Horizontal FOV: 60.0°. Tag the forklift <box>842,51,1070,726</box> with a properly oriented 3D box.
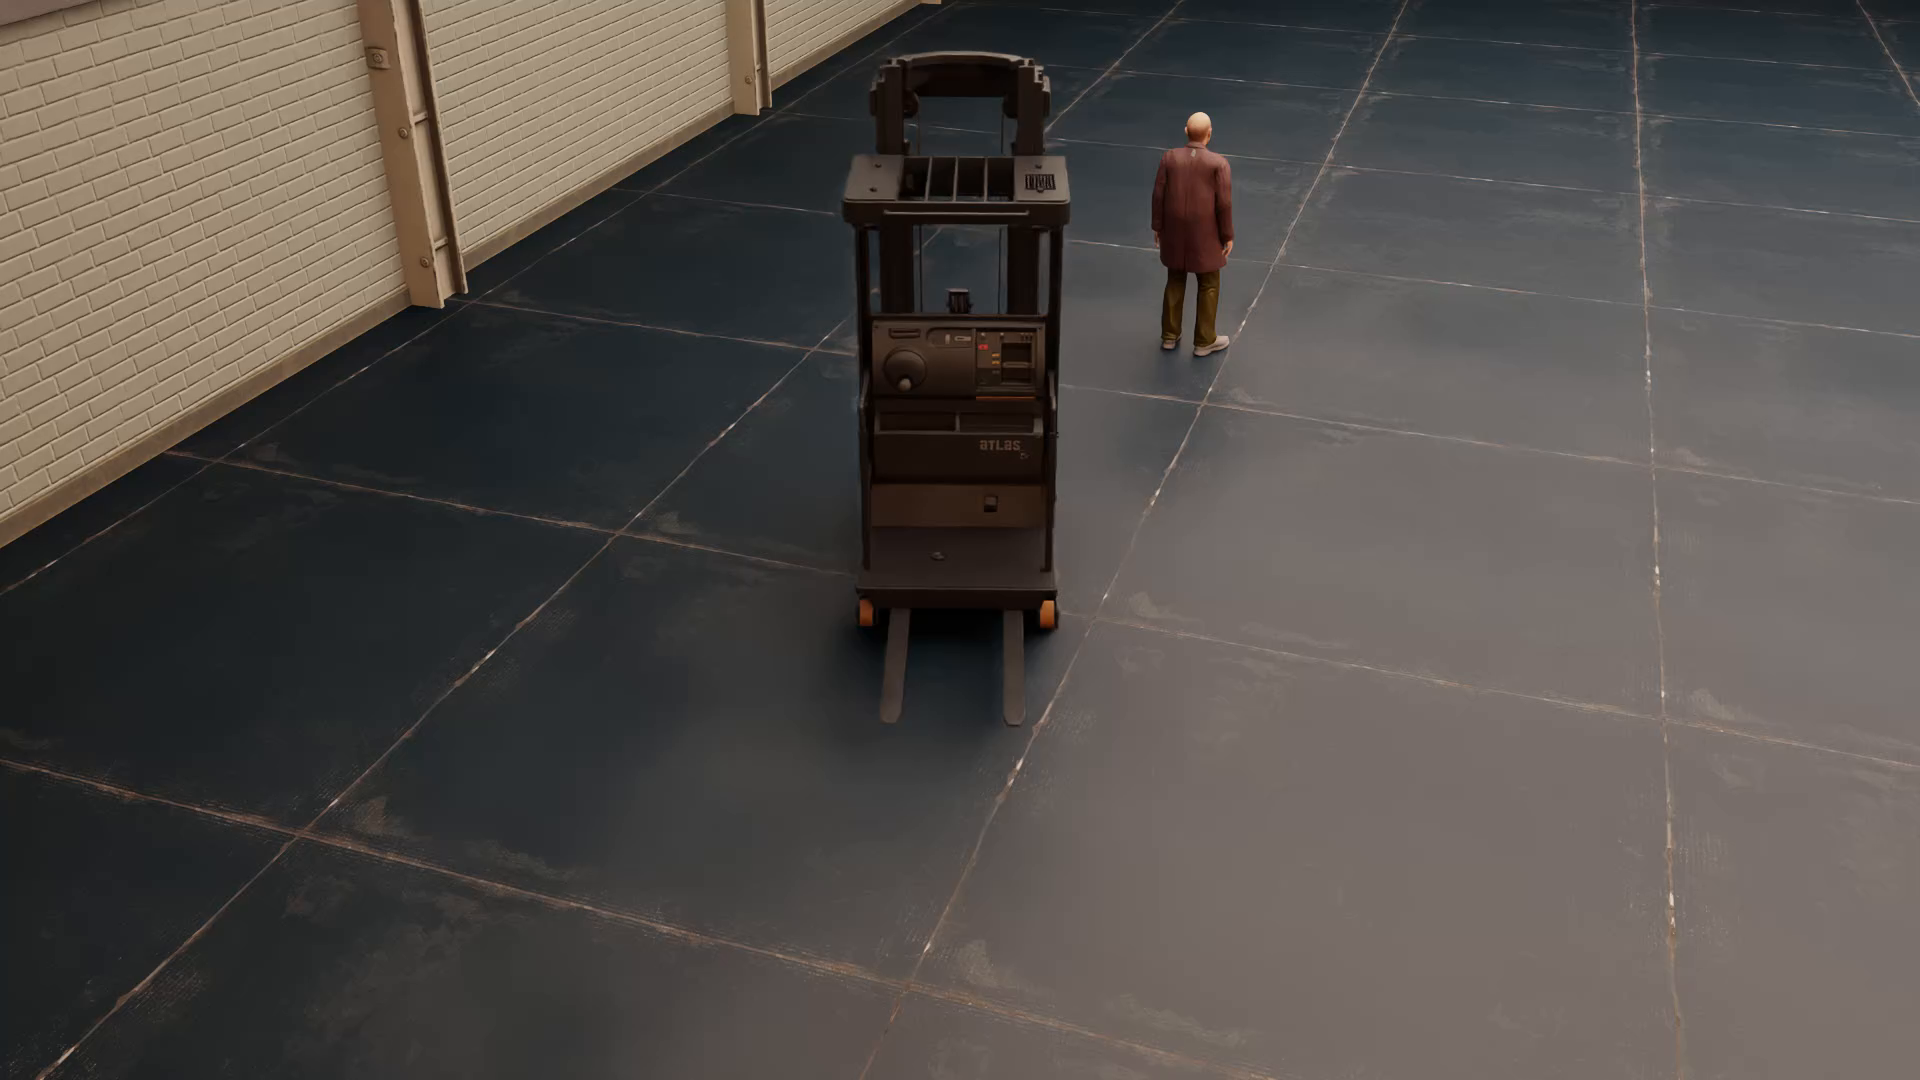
[{"bbox_3d":[-0.010,-0.935,8.777,1.130,2.935,3.031,1,30,1],"label":"forklift"}]

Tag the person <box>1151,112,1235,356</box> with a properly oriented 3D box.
[{"bbox_3d":[1.716,-2.255,12.262,0.645,1.772,0.436,15,33,24],"label":"person"}]
